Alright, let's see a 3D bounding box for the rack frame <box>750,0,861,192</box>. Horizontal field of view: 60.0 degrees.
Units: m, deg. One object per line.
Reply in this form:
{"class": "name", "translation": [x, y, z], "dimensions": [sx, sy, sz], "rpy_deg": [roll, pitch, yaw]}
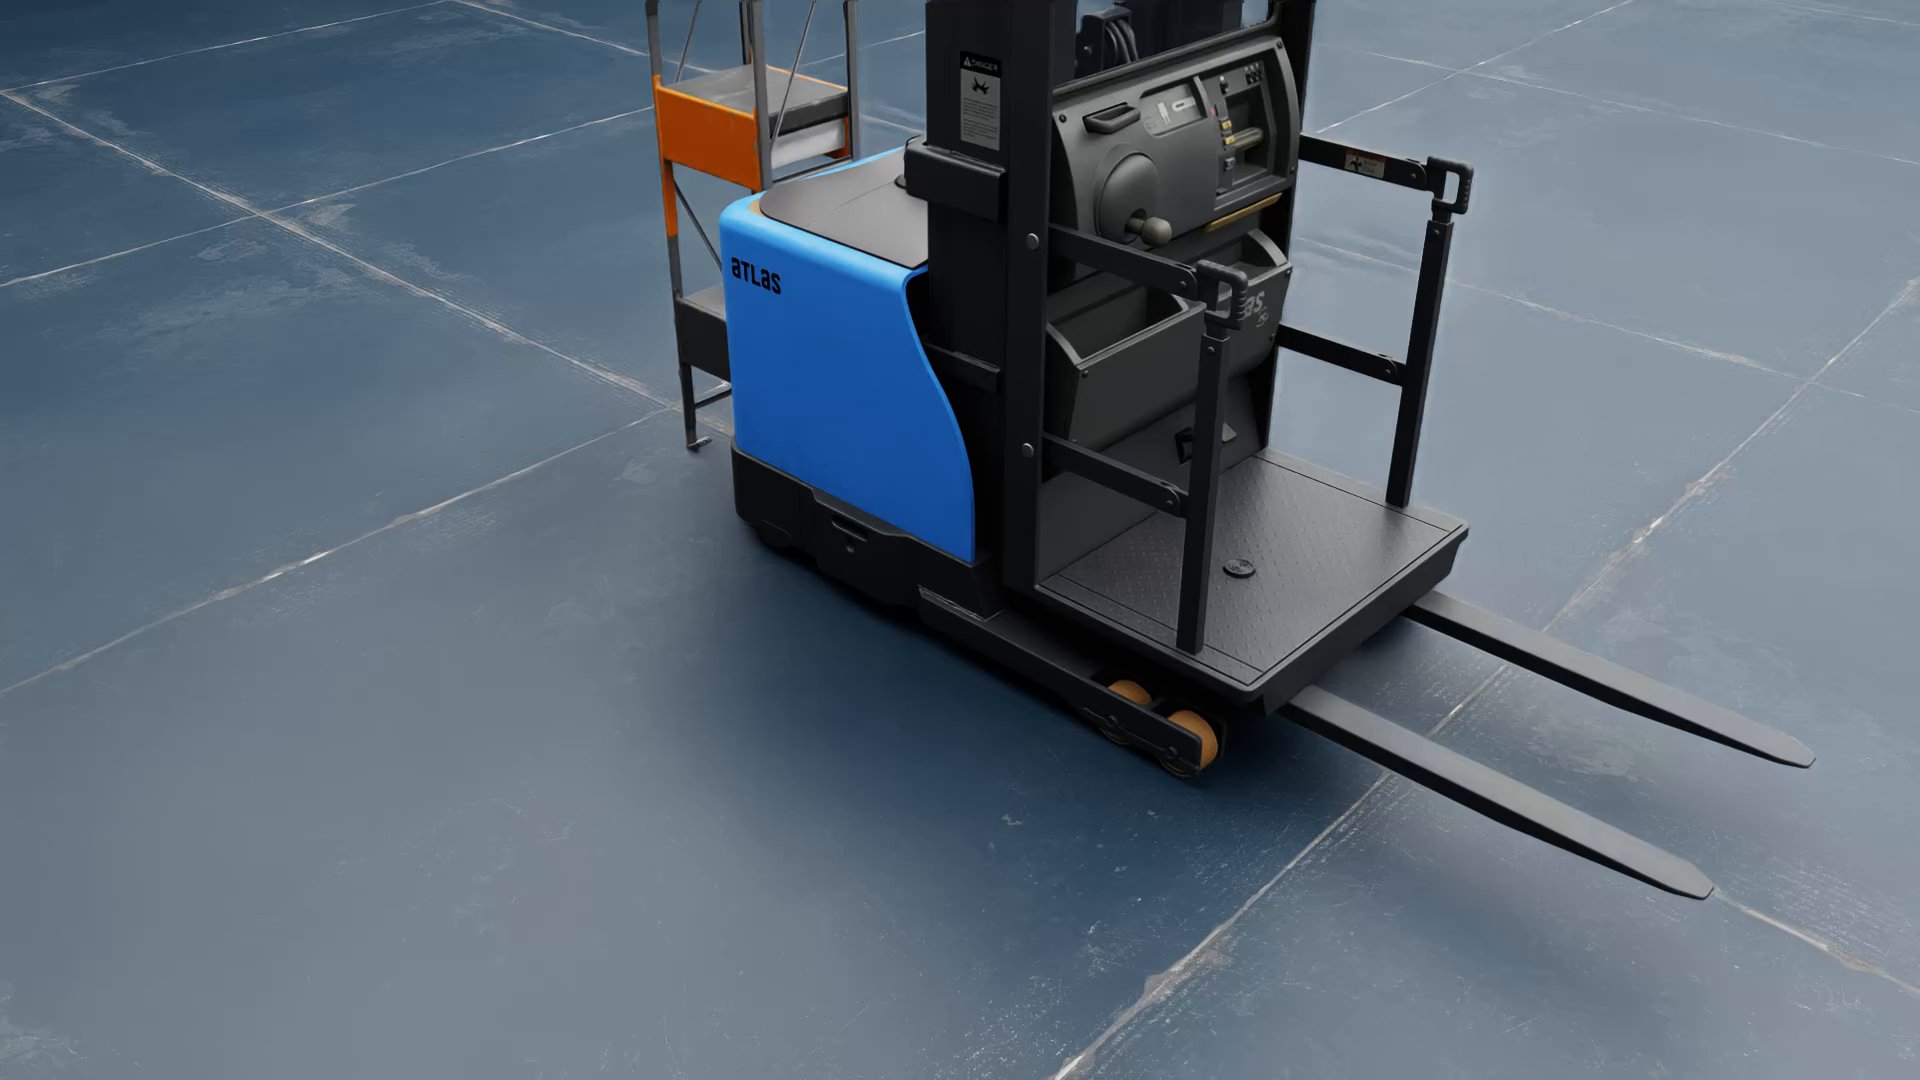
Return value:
{"class": "rack frame", "translation": [-0.451, -1.121, 5.076], "dimensions": [0.015, 2.100, 0.400], "rpy_deg": [26, 39, 36]}

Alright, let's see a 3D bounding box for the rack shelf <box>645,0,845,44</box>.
{"class": "rack shelf", "translation": [-0.629, -1.795, 4.865], "dimensions": [0.480, 0.518, 0.431], "rpy_deg": [26, 39, 36]}

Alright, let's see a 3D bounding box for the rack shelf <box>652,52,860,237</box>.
{"class": "rack shelf", "translation": [-0.629, -1.195, 5.226], "dimensions": [0.480, 0.518, 0.431], "rpy_deg": [26, 39, 36]}

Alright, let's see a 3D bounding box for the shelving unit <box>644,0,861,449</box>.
{"class": "shelving unit", "translation": [-0.629, -1.207, 5.219], "dimensions": [0.503, 2.100, 0.431], "rpy_deg": [26, 39, 36]}

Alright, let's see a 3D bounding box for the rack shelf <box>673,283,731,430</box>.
{"class": "rack shelf", "translation": [-0.629, -0.595, 5.587], "dimensions": [0.480, 0.518, 0.431], "rpy_deg": [26, 39, 36]}

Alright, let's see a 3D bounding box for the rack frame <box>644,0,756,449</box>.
{"class": "rack frame", "translation": [-0.808, -1.293, 5.362], "dimensions": [0.015, 2.100, 0.400], "rpy_deg": [26, 39, 36]}

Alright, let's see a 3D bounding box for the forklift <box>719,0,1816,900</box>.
{"class": "forklift", "translation": [0.709, -0.957, 3.999], "dimensions": [3.031, 2.935, 1.130], "rpy_deg": [26, 39, 36]}
